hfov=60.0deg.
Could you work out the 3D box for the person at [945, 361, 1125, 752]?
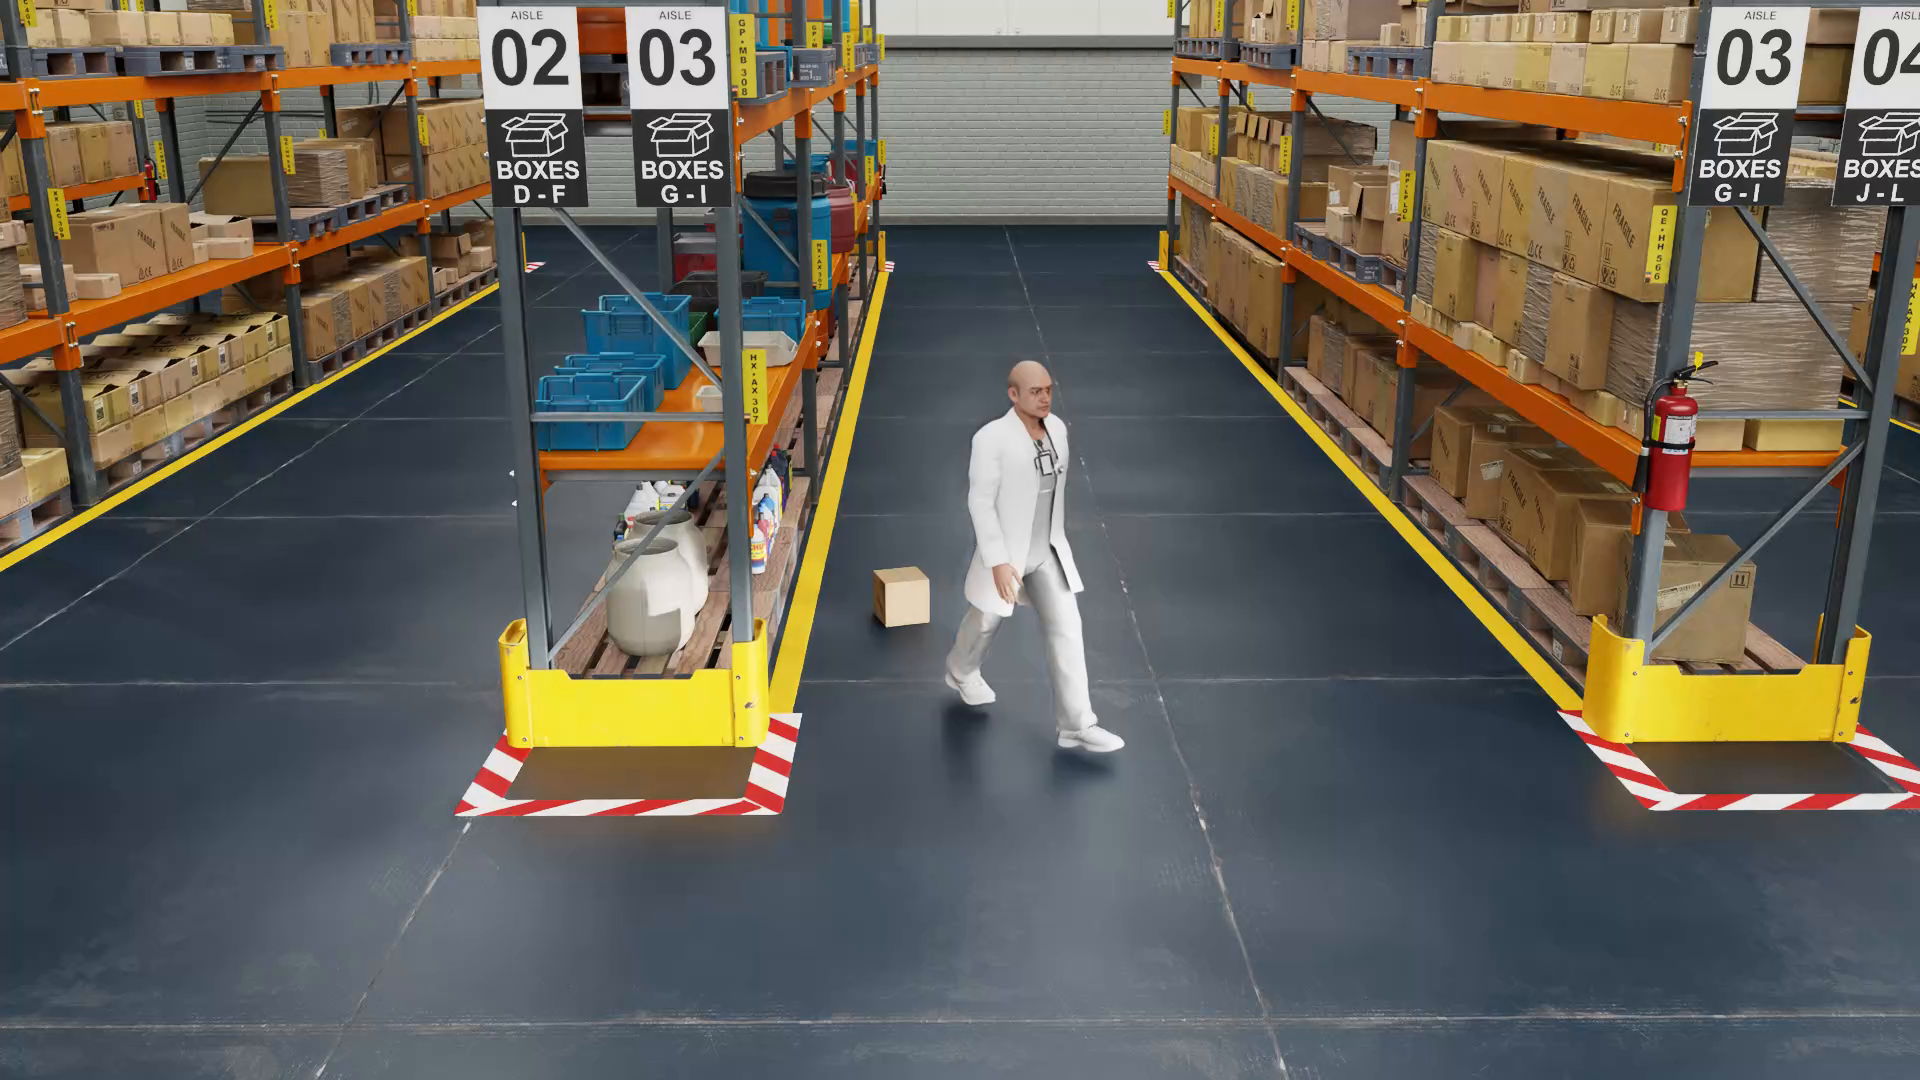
[{"bbox_3d":[0.287,0.047,7.424,0.591,1.717,1.165,-10,20,-31],"label":"person"}]
